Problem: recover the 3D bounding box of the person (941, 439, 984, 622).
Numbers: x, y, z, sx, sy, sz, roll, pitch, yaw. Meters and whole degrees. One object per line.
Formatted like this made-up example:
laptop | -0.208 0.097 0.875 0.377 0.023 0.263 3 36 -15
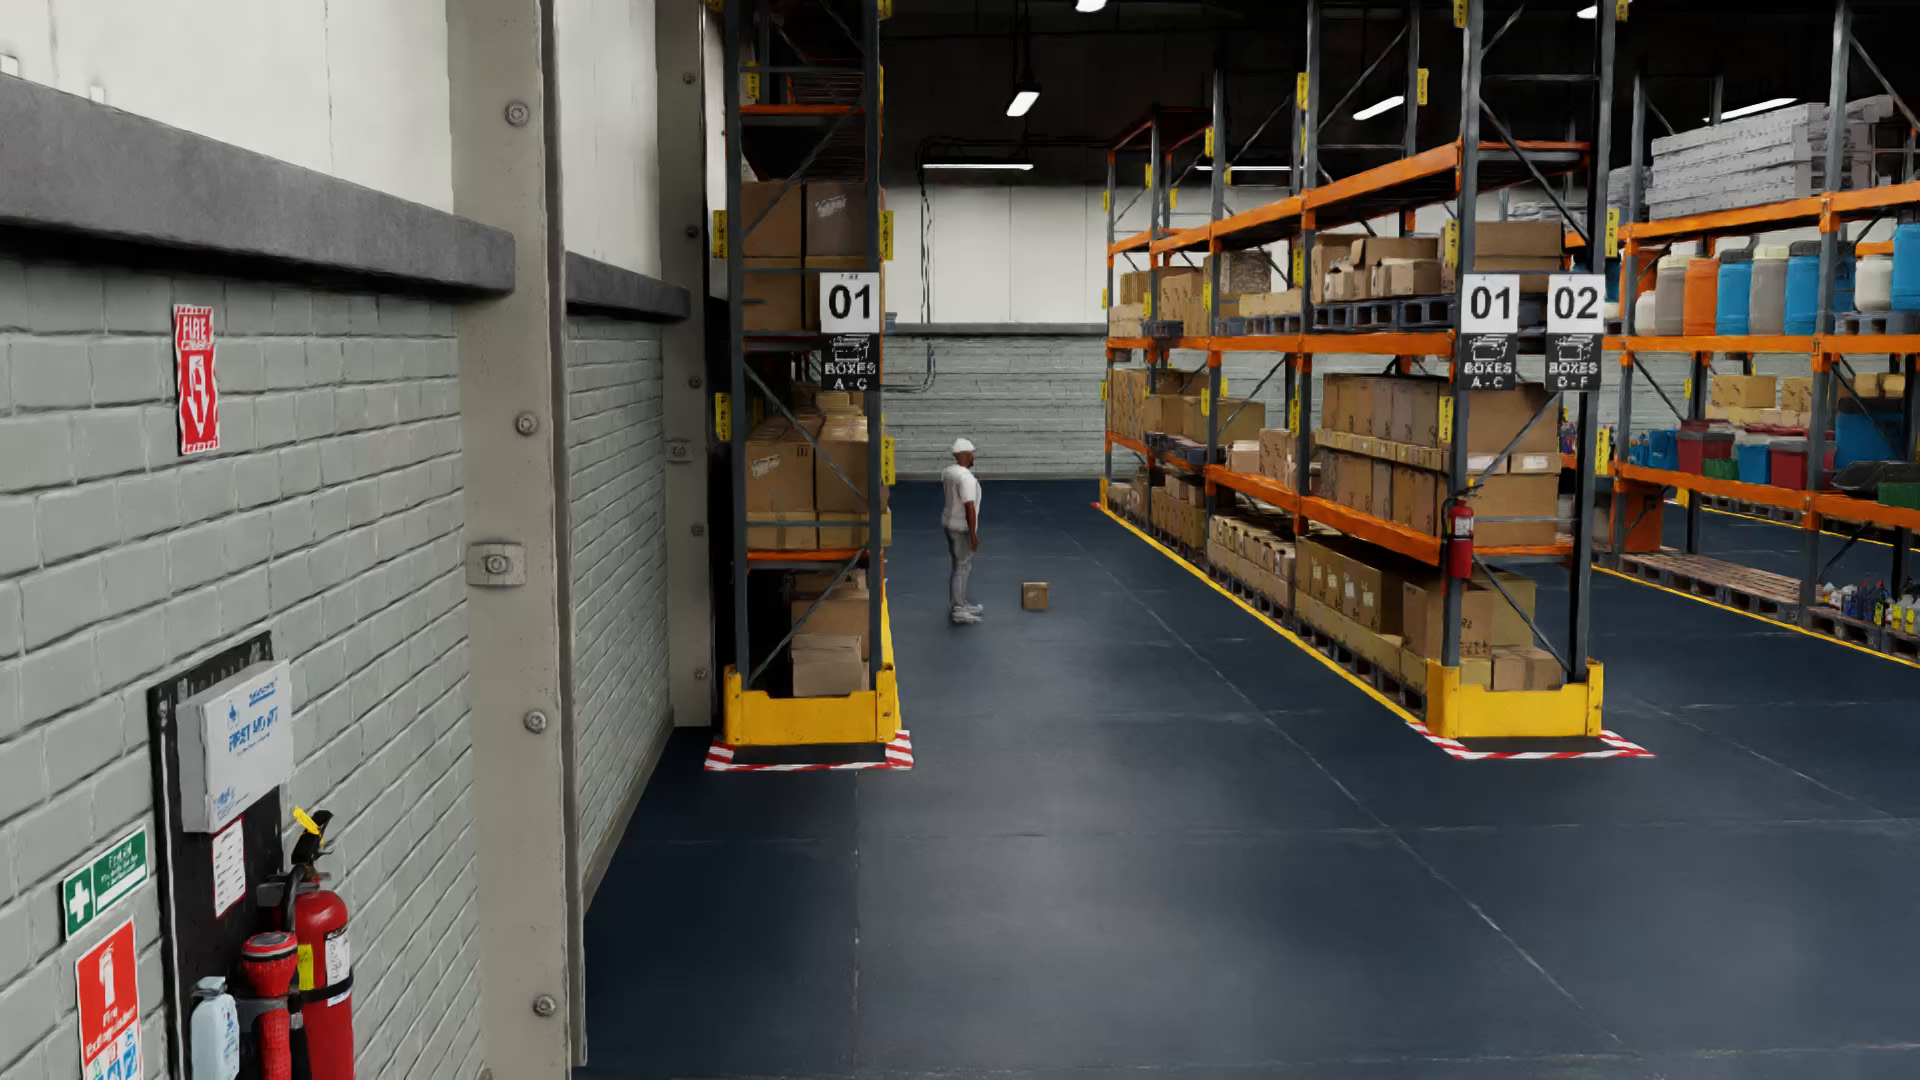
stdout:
person | 0.072 -0.110 16.309 0.470 1.770 0.619 -3 7 -22
